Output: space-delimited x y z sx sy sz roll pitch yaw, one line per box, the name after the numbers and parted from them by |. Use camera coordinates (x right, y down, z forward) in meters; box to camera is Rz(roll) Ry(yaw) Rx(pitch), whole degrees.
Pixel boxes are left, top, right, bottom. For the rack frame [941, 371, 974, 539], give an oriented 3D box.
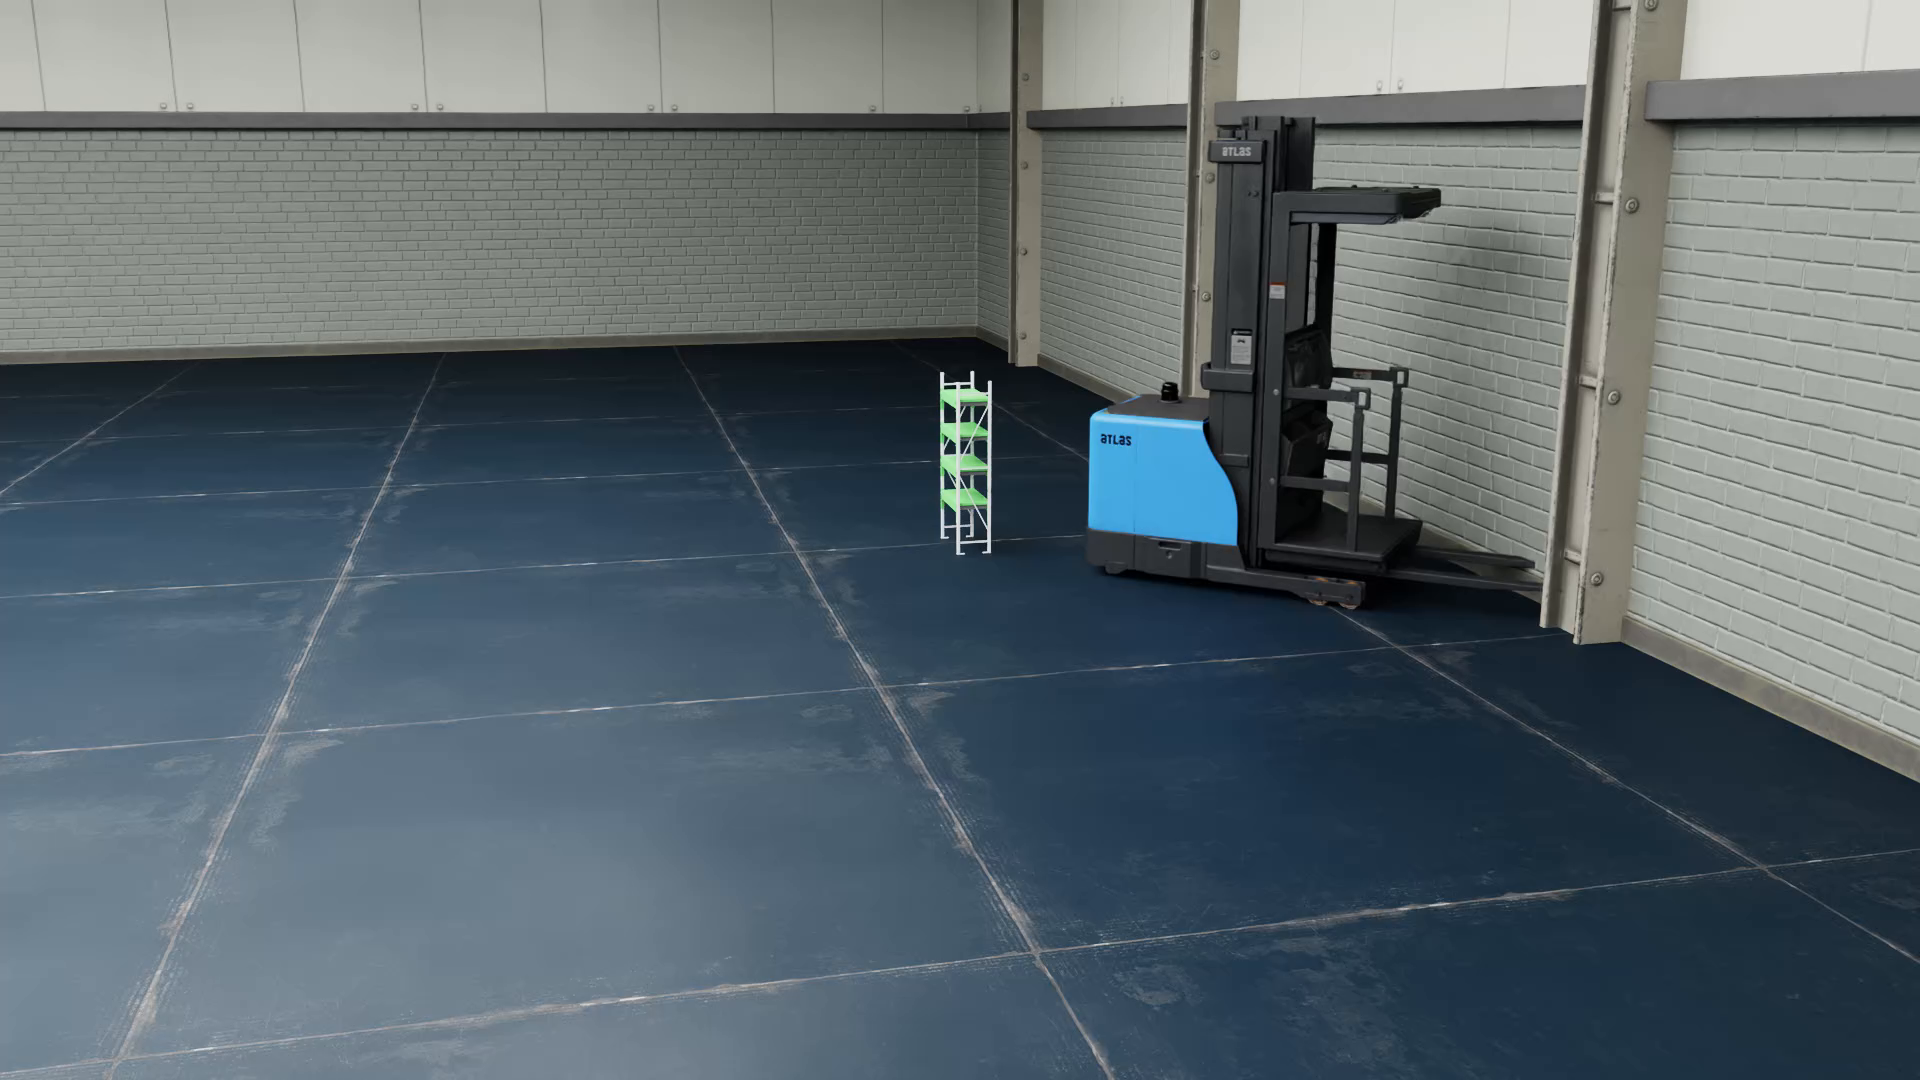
-0.018 -0.601 11.859 0.240 1.200 0.015 -3 14 -13 | rack frame

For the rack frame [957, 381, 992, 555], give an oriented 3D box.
0.096 -0.488 11.398 0.240 1.200 0.015 -3 14 -13 | rack frame

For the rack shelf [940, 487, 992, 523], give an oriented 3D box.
0.039 -0.249 11.700 0.258 0.148 0.480 -3 14 -13 | rack shelf

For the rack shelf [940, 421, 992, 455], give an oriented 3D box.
0.039 -0.716 11.587 0.258 0.148 0.480 -3 14 -13 | rack shelf

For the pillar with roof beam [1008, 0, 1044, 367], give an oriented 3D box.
-3.374 -6.357 18.987 9.100 9.000 0.400 -3 14 -13 | pillar with roof beam

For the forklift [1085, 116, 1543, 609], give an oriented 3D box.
2.379 -1.144 10.434 3.031 2.935 1.130 7 15 27 | forklift

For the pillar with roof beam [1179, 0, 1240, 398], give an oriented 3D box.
-1.965 -4.973 13.322 9.100 9.000 0.400 -3 14 -13 | pillar with roof beam

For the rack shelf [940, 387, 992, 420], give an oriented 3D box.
0.039 -0.949 11.530 0.258 0.148 0.480 -3 14 -13 | rack shelf

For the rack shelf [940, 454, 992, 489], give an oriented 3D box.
0.039 -0.483 11.644 0.258 0.148 0.480 -3 14 -13 | rack shelf

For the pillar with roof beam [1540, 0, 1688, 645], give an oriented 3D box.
-0.556 -3.589 7.656 9.100 9.000 0.400 -3 14 -13 | pillar with roof beam

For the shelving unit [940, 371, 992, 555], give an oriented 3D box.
0.039 -0.545 11.628 0.258 1.200 0.503 -3 14 -13 | shelving unit
